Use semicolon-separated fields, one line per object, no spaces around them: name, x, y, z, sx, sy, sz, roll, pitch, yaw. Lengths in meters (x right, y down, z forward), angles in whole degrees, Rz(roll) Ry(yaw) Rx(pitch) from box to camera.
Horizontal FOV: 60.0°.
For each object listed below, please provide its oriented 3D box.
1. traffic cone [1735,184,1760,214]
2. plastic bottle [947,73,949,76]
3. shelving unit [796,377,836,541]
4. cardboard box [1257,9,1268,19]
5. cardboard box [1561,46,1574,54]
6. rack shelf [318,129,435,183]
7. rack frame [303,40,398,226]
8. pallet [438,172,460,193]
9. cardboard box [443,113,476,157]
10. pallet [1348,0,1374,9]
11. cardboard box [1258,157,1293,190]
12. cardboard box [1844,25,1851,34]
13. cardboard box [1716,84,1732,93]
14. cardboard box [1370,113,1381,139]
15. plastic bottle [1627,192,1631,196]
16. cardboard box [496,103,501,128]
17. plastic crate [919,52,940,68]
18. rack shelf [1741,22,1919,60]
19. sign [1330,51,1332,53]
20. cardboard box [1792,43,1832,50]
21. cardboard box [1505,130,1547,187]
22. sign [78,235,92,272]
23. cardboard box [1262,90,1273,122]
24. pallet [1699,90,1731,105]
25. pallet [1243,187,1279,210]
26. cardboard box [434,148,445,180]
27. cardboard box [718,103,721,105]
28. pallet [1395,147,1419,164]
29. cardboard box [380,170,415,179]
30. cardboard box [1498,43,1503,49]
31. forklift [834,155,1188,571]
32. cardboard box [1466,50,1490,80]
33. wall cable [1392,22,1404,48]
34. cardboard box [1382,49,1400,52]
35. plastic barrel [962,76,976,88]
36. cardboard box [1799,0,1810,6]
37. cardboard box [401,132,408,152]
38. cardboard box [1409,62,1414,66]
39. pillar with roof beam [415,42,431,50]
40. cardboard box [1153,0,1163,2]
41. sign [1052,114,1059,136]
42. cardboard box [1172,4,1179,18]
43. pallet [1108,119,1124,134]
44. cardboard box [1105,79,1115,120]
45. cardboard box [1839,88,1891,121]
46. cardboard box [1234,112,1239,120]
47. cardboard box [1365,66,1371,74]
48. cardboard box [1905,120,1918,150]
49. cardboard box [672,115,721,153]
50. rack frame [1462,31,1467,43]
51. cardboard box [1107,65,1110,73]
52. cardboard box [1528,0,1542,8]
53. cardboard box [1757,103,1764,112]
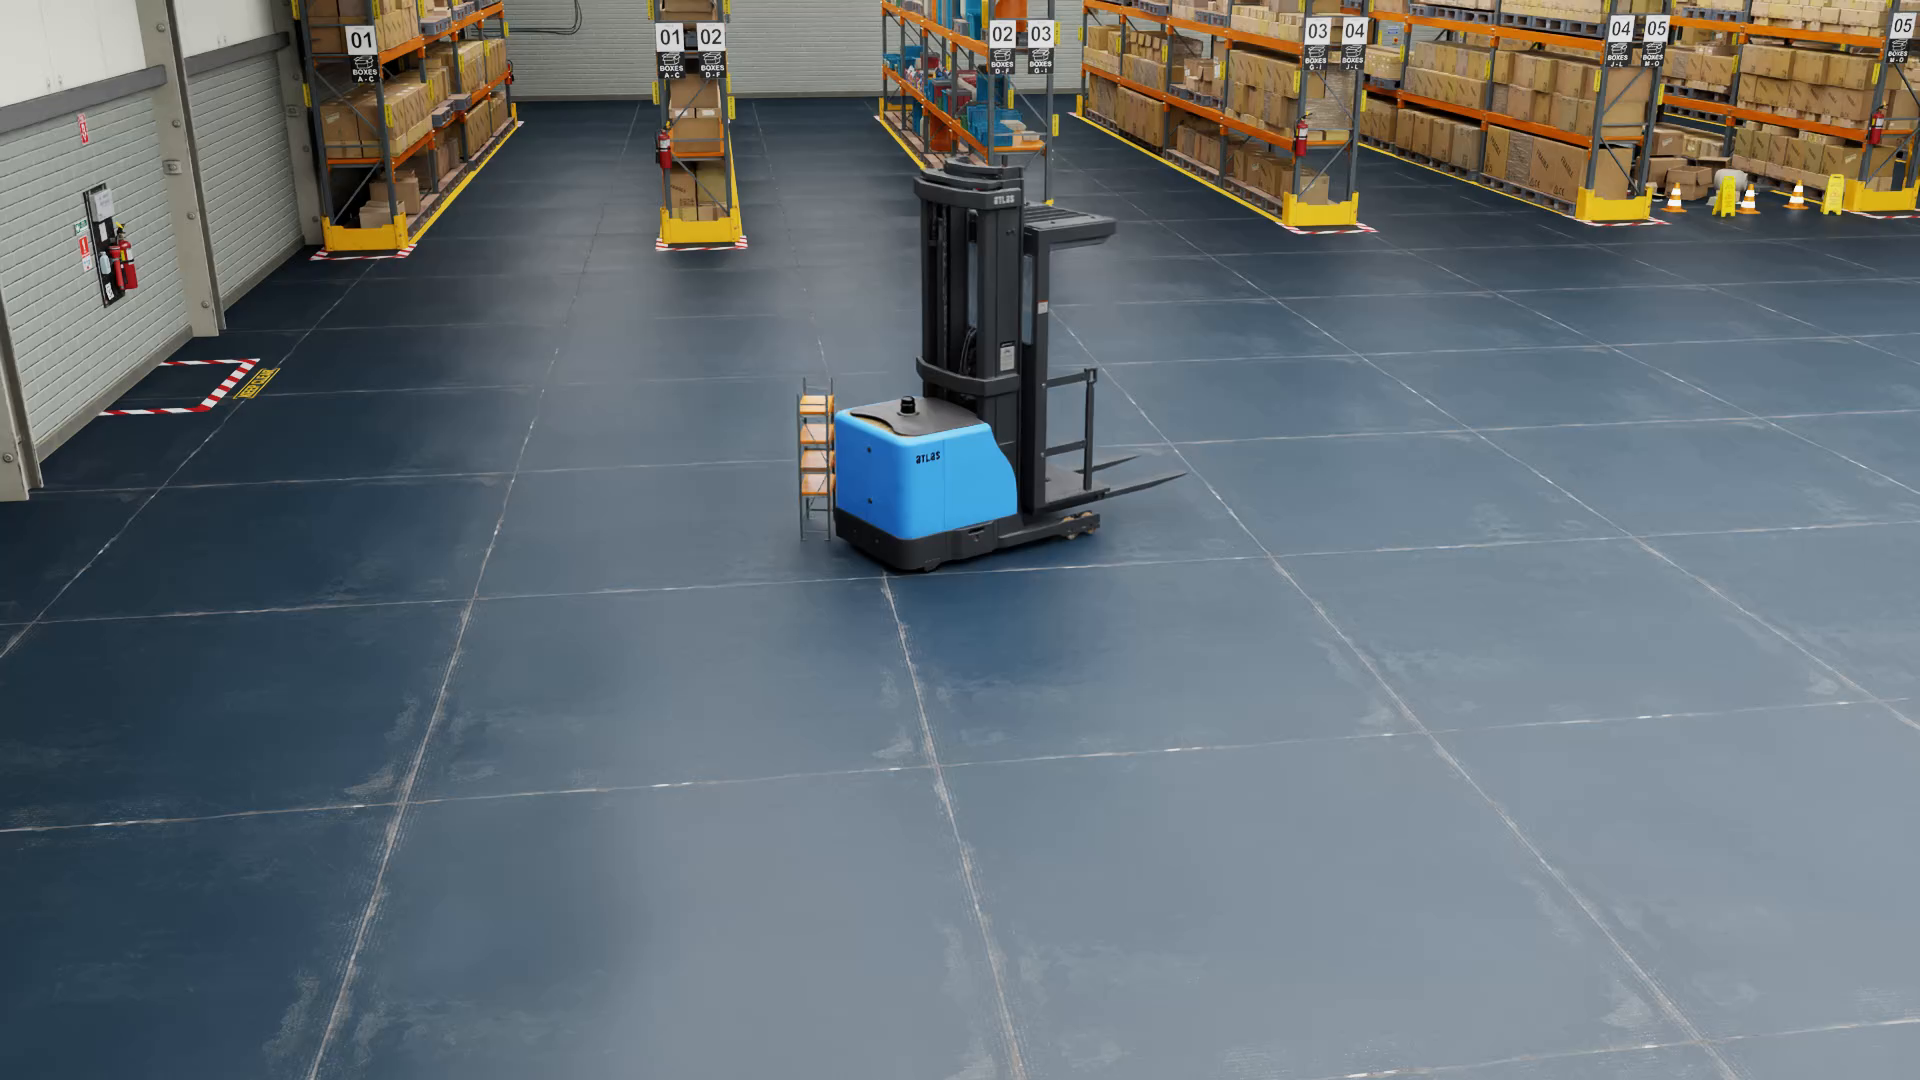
traffic cone;13.246;-5.730;27.897;0.336;0.463;0.334;-3;21;-8
plastic bottle;-0.246;-9.717;35.130;0.097;0.271;0.097;0;20;0
shelving unit;-1.138;-0.645;13.225;0.258;1.200;0.503;1;20;0
cardboard box;5.218;-8.838;27.948;0.380;0.149;0.250;-3;21;-9
cardboard box;13.853;-11.163;37.245;0.500;0.500;0.500;-3;21;-9
rack shelf;-9.166;-6.115;26.329;1.077;0.370;4.000;-3;21;-8
rack frame;-8.878;-5.759;24.349;1.000;3.000;0.127;-3;21;-8
pallet;-9.747;-6.531;30.400;1.003;0.211;1.213;-3;21;-8
cardboard box;-10.007;-7.980;32.767;0.750;0.750;0.750;-3;21;-8
pallet;9.156;-11.618;36.016;1.213;0.211;1.003;-3;21;-8
cardboard box;5.526;-6.370;28.956;0.500;0.500;0.500;-5;21;-13
cardboard box;15.262;-8.675;28.227;0.380;0.149;0.250;-3;21;-7
cardboard box;14.710;-8.637;31.812;0.380;0.149;0.250;-3;21;-7
cardboard box;9.172;-8.914;35.768;0.500;0.500;0.500;-2;21;-6
plastic bottle;11.841;-6.181;29.677;0.283;0.061;0.133;-11;23;-26
cardboard box;-10.755;-9.556;37.486;0.700;0.500;0.500;-2;21;-6
plastic crate;-0.684;-10.794;37.651;0.402;0.464;0.583;-3;21;-8
rack shelf;15.345;-8.769;29.149;1.077;0.370;4.000;-3;21;-8
sign;8.484;-11.254;37.824;0.100;0.325;0.005;-3;21;-8
cardboard box;18.973;-10.831;37.180;0.797;0.503;0.637;-3;21;-9
cardboard box;10.328;-6.777;29.510;0.875;0.875;0.875;-3;21;-7
sign;-8.674;-2.843;16.490;0.001;0.329;0.234;-3;21;-8
cardboard box;5.555;-7.229;27.716;0.875;0.500;0.500;-3;21;-8
pallet;15.091;-8.576;32.163;1.003;0.211;1.213;-3;21;-8
pallet;5.561;-5.933;28.800;1.003;0.211;1.213;-3;21;-8
cardboard box;-9.735;-6.788;30.048;0.700;0.500;0.500;-3;21;-7
cardboard box;-3.895;-6.685;25.759;0.380;0.149;0.250;-3;21;-8
pallet;9.636;-7.911;34.095;1.003;0.211;1.213;-3;21;-8
cardboard box;-9.265;-5.822;27.460;0.500;0.500;0.500;-4;21;-12
cardboard box;13.357;-11.891;40.623;0.500;0.500;0.500;-2;21;-6
forklift;0.512;-1.524;13.108;3.031;2.935;1.130;-14;25;-33
cardboard box;10.020;-8.974;31.383;0.700;0.500;0.500;-3;21;-9
wall cable;12.491;-14.990;47.567;0.585;1.953;0.123;-3;21;-8
cardboard box;9.458;-10.656;36.368;0.380;0.149;0.250;-4;21;-10
plastic barrel;0.260;-8.454;31.369;0.433;0.535;0.433;0;20;0
cardboard box;15.021;-9.481;29.245;0.380;0.149;0.250;-3;21;-9
cardboard box;-8.723;-6.062;25.346;0.500;0.250;0.500;-4;21;-9
cardboard box;9.685;-9.983;34.992;0.380;0.149;0.250;-2;21;-5
pillar with roof beam;-7.304;-13.140;35.537;9.100;9.000;0.400;-3;21;-8
cardboard box;4.303;-11.429;34.500;0.500;0.500;0.500;-2;21;-5
sign;1.471;-6.415;25.708;0.100;0.325;0.005;-3;21;-8
cardboard box;4.490;-10.438;32.803;0.500;0.250;0.500;-3;21;-7
pallet;4.065;-9.624;38.683;1.003;0.211;1.213;-3;21;-8
cardboard box;3.952;-10.409;39.235;0.875;0.875;0.875;-3;21;-8
cardboard box;15.283;-7.369;28.090;0.500;0.500;0.500;-3;21;-9
cardboard box;5.071;-7.514;29.406;0.380;0.149;0.250;-3;21;-8
cardboard box;8.927;-10.075;35.663;0.380;0.149;0.250;-4;21;-10
cardboard box;19.778;-8.178;33.620;0.875;0.625;0.625;-3;21;-8
cardboard box;-4.031;-6.219;25.438;0.700;0.500;0.500;-3;21;-8
rack frame;13.327;-12.548;42.526;1.000;3.000;0.127;-3;21;-8
cardboard box;3.618;-10.902;38.477;0.380;0.149;0.250;-3;21;-7
cardboard box;10.114;-9.294;28.572;0.500;0.250;0.500;-3;21;-8
cardboard box;14.941;-7.975;30.641;0.380;0.149;0.250;-3;21;-8
